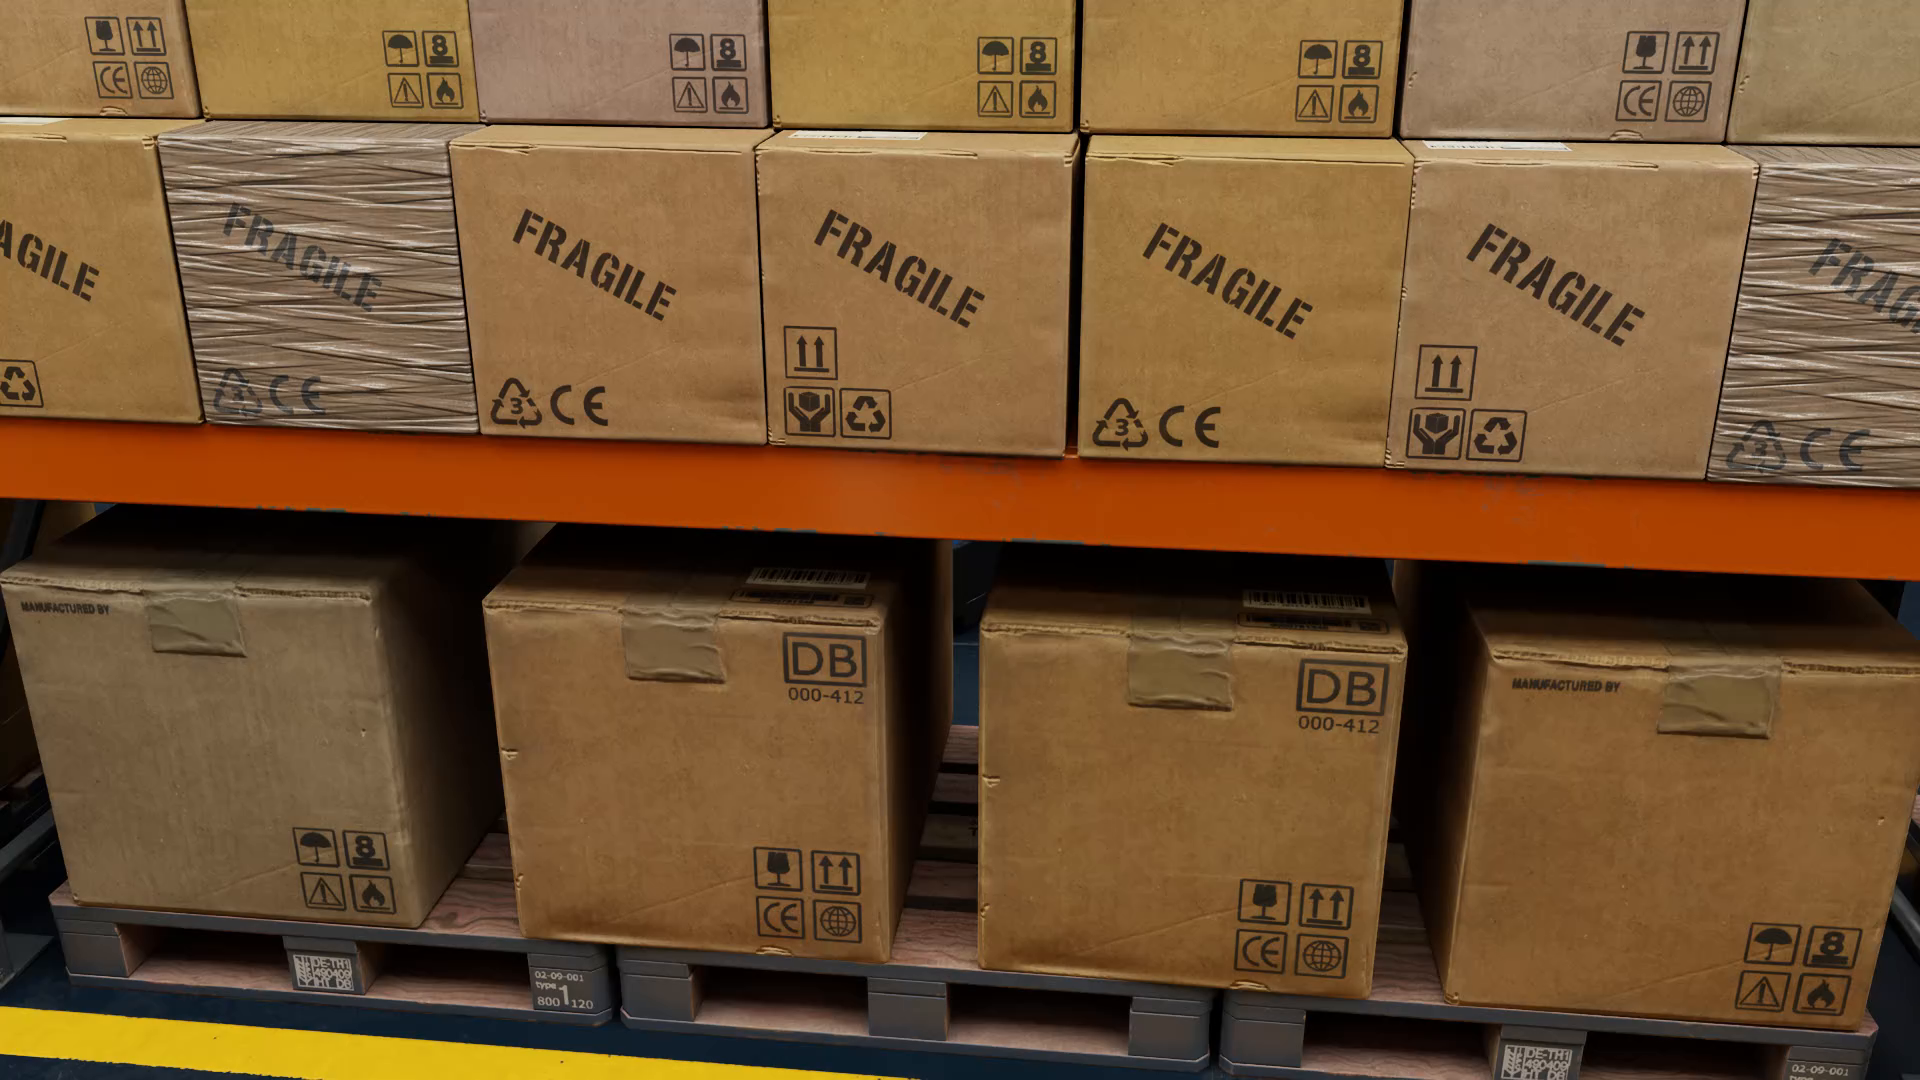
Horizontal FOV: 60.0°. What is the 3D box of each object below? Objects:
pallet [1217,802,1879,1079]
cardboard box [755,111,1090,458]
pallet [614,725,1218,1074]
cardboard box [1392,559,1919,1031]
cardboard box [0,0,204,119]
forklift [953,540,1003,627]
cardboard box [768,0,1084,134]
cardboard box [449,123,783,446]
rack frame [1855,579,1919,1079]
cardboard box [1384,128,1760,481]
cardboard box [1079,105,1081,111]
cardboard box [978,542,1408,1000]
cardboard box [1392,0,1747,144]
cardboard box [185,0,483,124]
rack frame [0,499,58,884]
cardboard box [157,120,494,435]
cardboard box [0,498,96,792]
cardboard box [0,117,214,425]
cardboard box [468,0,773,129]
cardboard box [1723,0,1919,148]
[{"bbox_3d":[1.163,0.800,3.629,1.213,0.211,1.003,2,22,6],"label":"pallet"},{"bbox_3d":[-0.043,-0.467,2.906,0.500,0.500,0.500,3,22,7],"label":"cardboard box"},{"bbox_3d":[-0.045,0.746,3.765,1.213,0.211,1.003,2,22,6],"label":"pallet"},{"bbox_3d":[-0.886,-0.771,5.633,5.693,1.239,5.455,2,22,6],"label":"cardboard box"},{"bbox_3d":[-1.541,-1.100,3.147,0.500,0.500,0.700,2,22,5],"label":"cardboard box"},{"bbox_3d":[2.072,-2.579,8.477,1.990,2.935,9.407,16,27,35],"label":"forklift"},{"bbox_3d":[-0.027,-1.034,2.981,0.500,0.500,0.700,2,22,6],"label":"cardboard box"},{"bbox_3d":[-0.547,-0.489,2.962,0.500,0.500,0.500,2,22,6],"label":"cardboard box"},{"bbox_3d":[1.937,-0.435,2.961,0.127,3.000,1.000,2,22,6],"label":"rack frame"},{"bbox_3d":[0.963,-0.425,2.799,0.500,0.500,0.500,2,22,6],"label":"cardboard box"},{"bbox_3d":[0.023,-0.665,3.406,0.500,0.500,0.500,2,22,6],"label":"cardboard box"},{"bbox_3d":[0.475,0.320,3.539,0.750,0.750,1.050,3,22,7],"label":"cardboard box"},{"bbox_3d":[0.990,-0.991,2.871,0.500,0.500,0.700,2,22,6],"label":"cardboard box"},{"bbox_3d":[-1.030,-1.079,3.093,0.500,0.500,0.700,2,22,5],"label":"cardboard box"},{"bbox_3d":[-2.035,-0.609,3.401,0.053,2.616,0.949,2,22,6],"label":"rack frame"},{"bbox_3d":[-1.043,-0.512,3.019,0.500,0.500,0.500,3,22,7],"label":"cardboard box"},{"bbox_3d":[-2.651,0.132,3.845,0.875,0.875,0.875,3,22,7],"label":"cardboard box"},{"bbox_3d":[-1.544,-0.534,3.074,0.500,0.500,0.500,3,22,7],"label":"cardboard box"},{"bbox_3d":[-0.528,-1.057,3.037,0.500,0.500,0.700,3,22,7],"label":"cardboard box"},{"bbox_3d":[1.493,-0.970,2.817,0.500,0.500,0.700,2,22,6],"label":"cardboard box"}]
